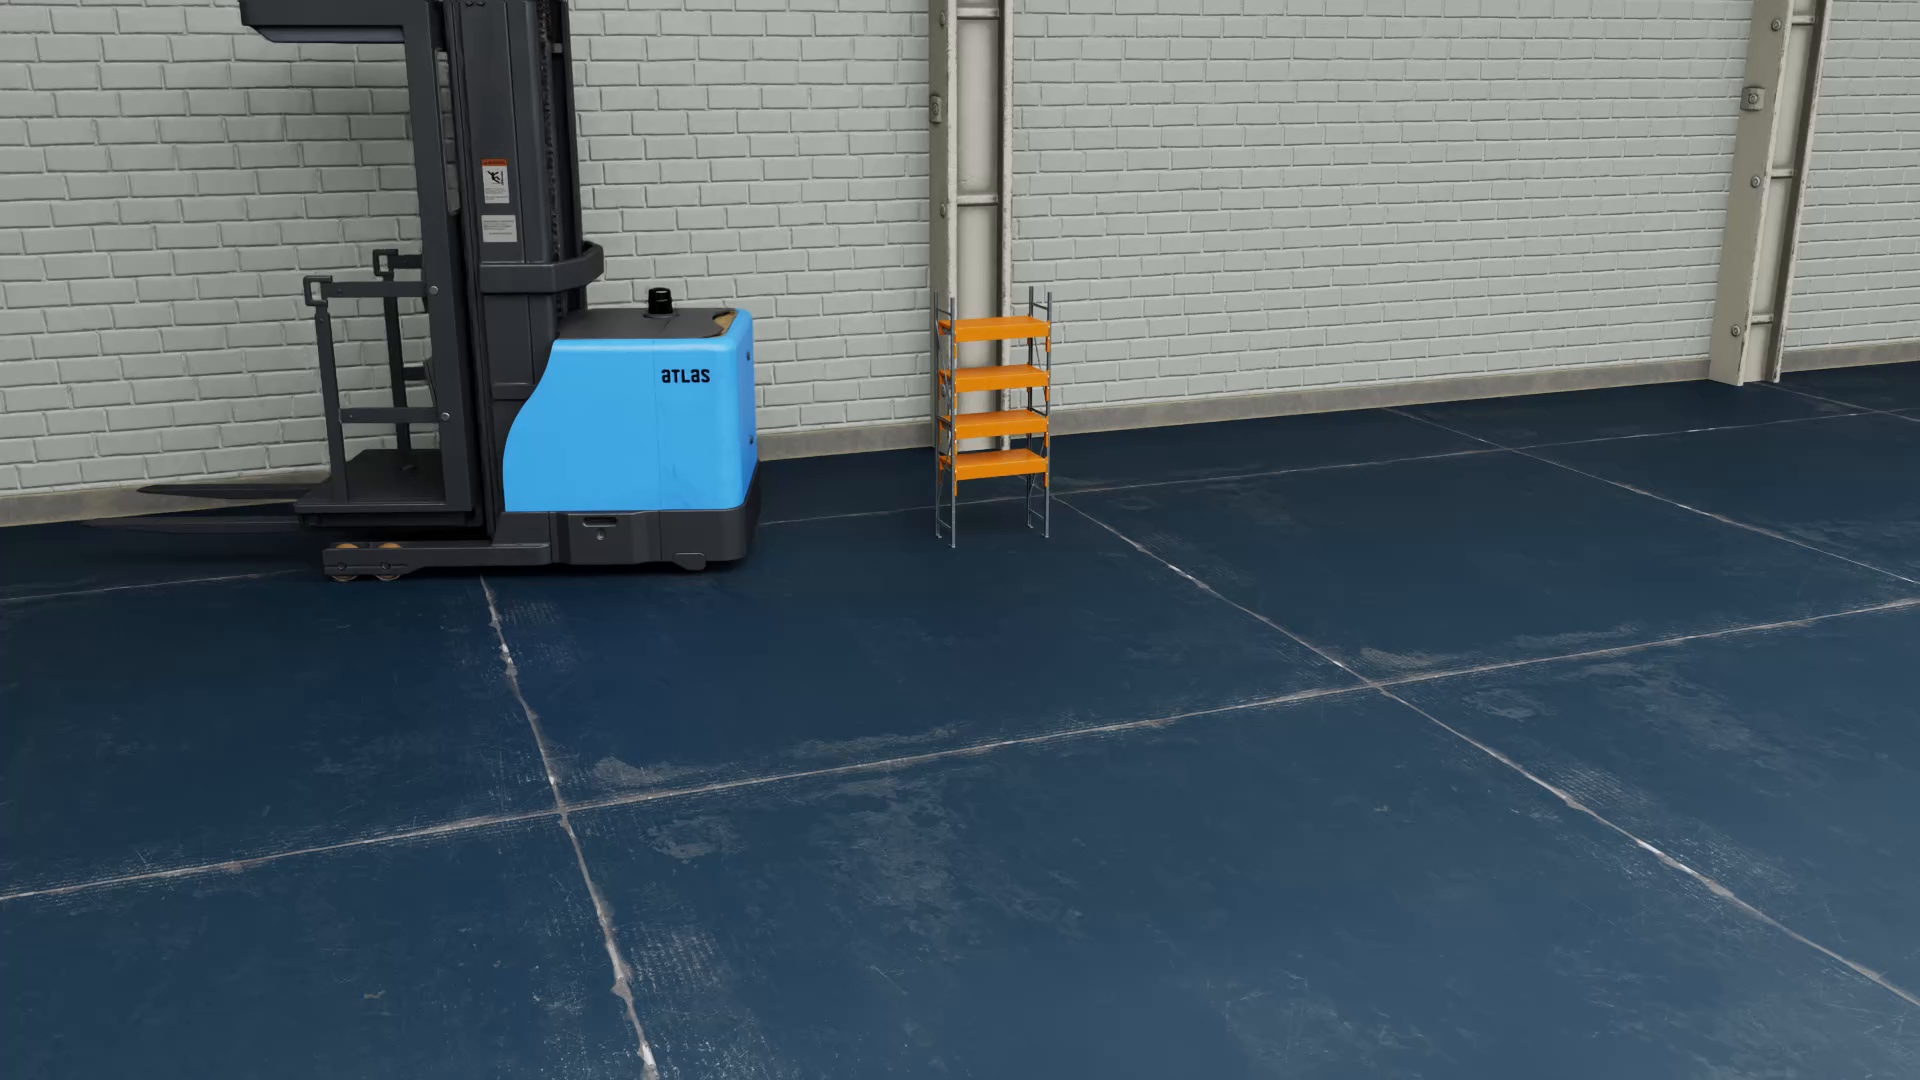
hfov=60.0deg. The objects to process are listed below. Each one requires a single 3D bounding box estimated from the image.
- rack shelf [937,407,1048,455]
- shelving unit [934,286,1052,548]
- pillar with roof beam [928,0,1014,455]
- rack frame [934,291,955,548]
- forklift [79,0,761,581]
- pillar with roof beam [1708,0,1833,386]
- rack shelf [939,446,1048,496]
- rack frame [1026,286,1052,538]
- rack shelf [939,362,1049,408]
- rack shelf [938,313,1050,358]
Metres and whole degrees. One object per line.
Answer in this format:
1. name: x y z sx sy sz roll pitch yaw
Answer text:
1. rack shelf: 0.155 -0.528 8.005 0.480 0.148 0.258 -6 17 -20
2. shelving unit: 0.155 -0.592 7.986 0.503 1.200 0.258 -6 17 -20
3. pillar with roof beam: 1.602 -3.739 4.859 0.400 9.000 9.100 -6 17 -20
4. rack frame: -0.073 -0.568 7.902 0.015 1.200 0.240 -6 17 -20
5. forklift: -2.503 -1.373 7.572 3.031 2.935 1.130 -1 16 -2
6. pillar with roof beam: 7.205 -4.344 6.919 0.400 9.000 9.100 -6 17 -20
7. rack shelf: 0.155 -0.337 8.061 0.480 0.148 0.258 -6 17 -20
8. rack frame: 0.382 -0.617 8.070 0.015 1.200 0.240 -6 17 -20
9. rack shelf: 0.155 -0.742 7.942 0.480 0.148 0.258 -6 17 -20
10. rack shelf: 0.155 -0.969 7.875 0.480 0.148 0.258 -6 17 -20
